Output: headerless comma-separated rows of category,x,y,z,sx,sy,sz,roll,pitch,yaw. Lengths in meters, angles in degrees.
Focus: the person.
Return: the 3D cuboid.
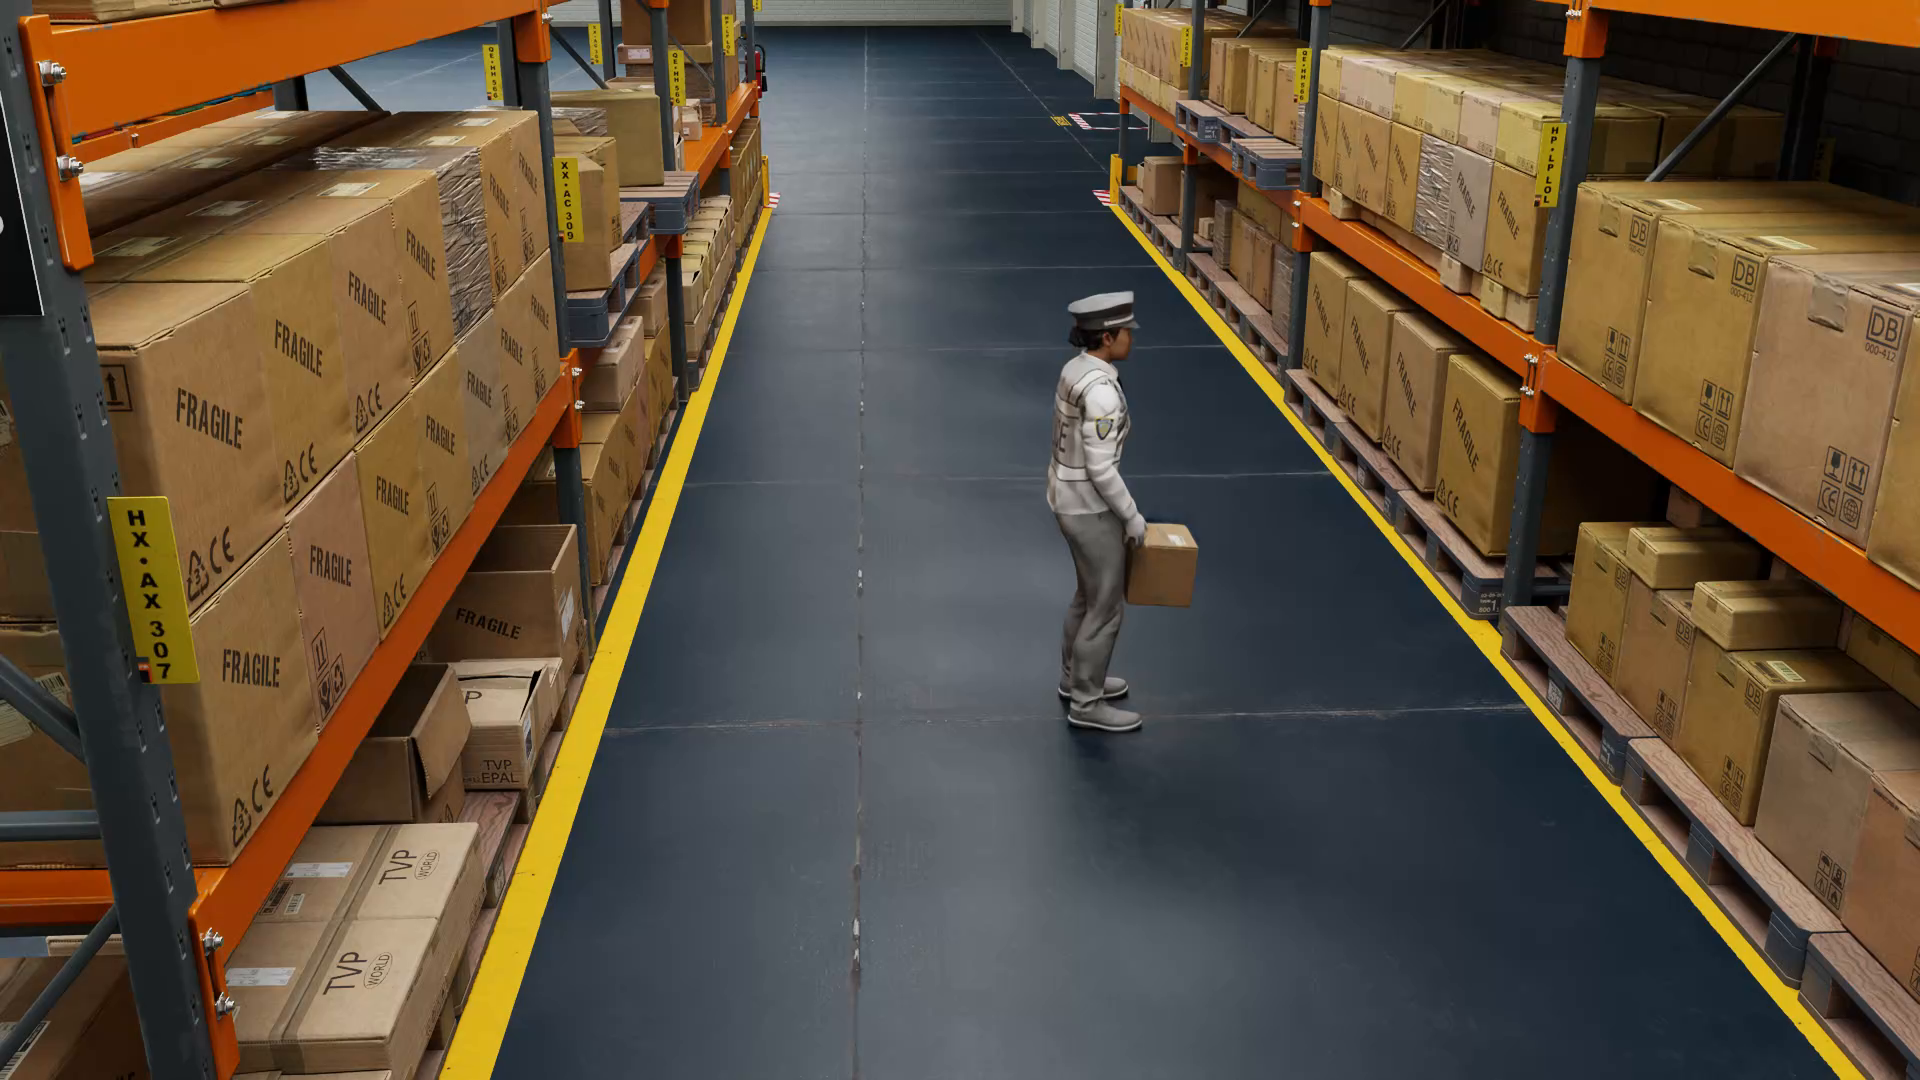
person,0.516,-0.118,6.368,0.360,1.677,0.505,-2,21,-4
